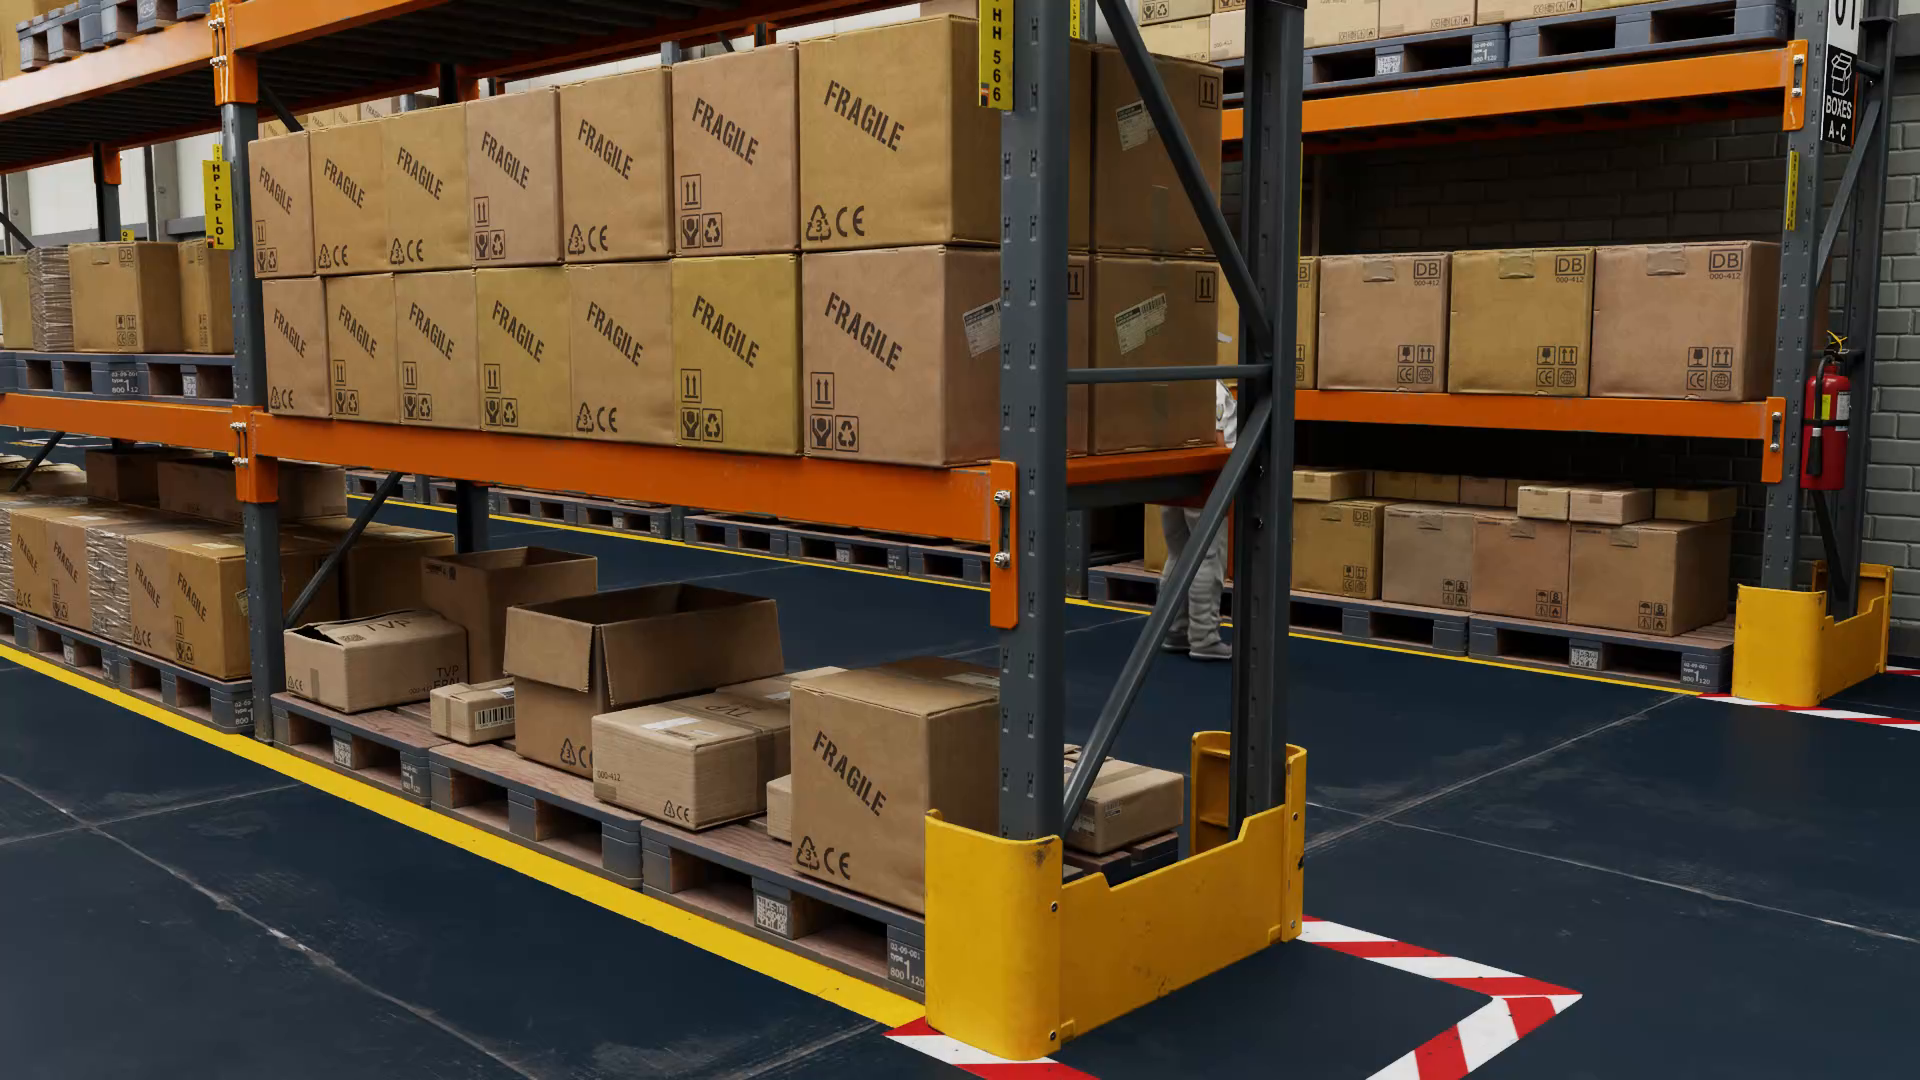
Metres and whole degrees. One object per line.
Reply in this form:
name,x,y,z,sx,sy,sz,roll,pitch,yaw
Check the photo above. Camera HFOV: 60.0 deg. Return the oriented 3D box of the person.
person,1.179,-0.253,8.218,0.383,1.673,0.474,-4,8,-27
